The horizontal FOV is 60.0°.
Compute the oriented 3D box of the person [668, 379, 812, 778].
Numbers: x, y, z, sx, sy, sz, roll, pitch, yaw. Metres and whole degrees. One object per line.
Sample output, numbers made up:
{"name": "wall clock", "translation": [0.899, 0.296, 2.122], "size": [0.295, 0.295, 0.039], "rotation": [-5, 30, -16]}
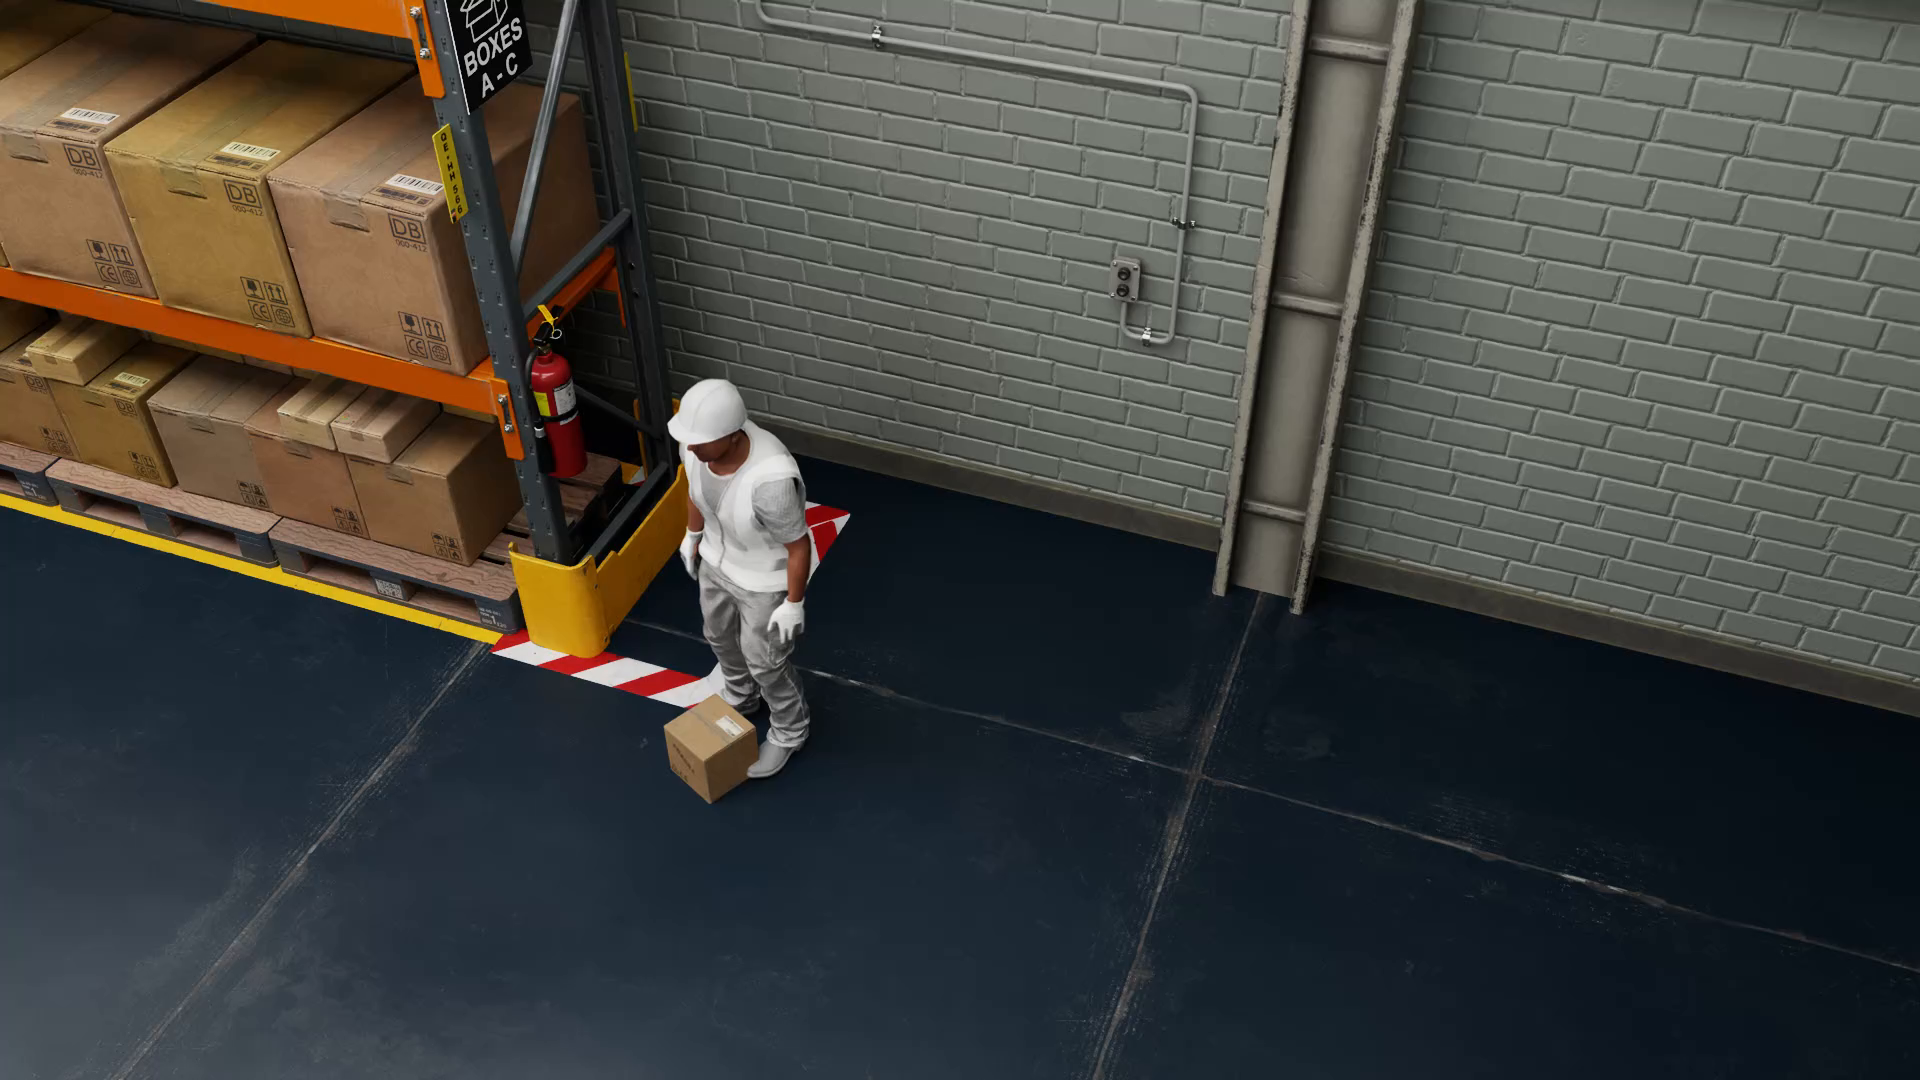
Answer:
{"name": "person", "translation": [-0.786, 0.119, 6.015], "size": [0.616, 1.772, 0.452], "rotation": [33, 51, 32]}
